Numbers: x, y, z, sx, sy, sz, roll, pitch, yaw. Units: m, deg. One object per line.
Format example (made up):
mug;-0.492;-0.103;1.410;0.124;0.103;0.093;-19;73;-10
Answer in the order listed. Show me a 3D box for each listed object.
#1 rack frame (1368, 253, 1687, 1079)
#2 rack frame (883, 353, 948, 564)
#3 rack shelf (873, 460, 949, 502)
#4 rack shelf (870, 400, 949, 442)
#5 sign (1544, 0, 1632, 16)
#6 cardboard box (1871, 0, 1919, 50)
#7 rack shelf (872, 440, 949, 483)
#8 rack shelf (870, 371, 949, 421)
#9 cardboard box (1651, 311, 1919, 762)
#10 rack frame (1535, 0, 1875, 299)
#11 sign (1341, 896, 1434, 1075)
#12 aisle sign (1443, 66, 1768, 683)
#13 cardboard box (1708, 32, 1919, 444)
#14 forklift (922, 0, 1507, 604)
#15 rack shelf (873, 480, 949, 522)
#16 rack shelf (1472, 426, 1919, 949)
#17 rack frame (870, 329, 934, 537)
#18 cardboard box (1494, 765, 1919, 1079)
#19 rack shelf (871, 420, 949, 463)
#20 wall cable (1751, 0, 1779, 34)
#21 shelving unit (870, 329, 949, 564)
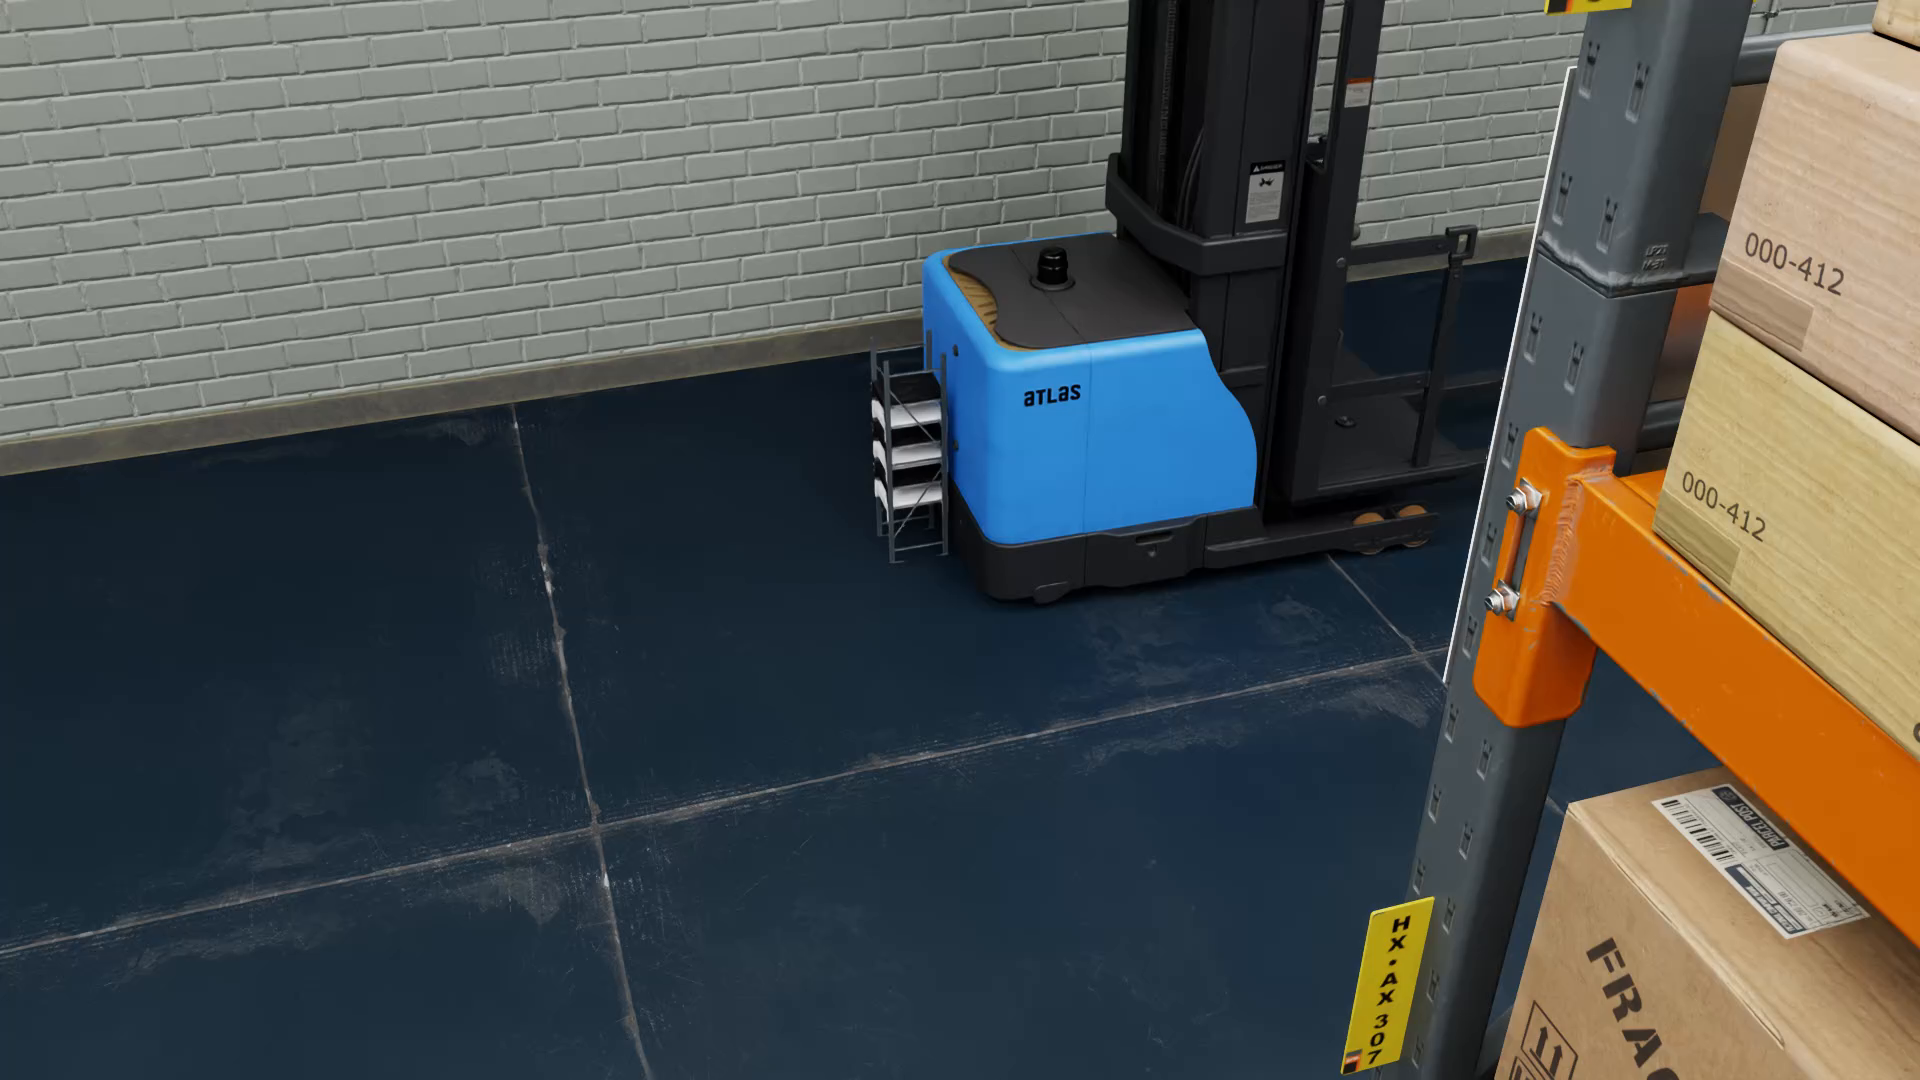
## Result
rack frame;1.110;0.891;2.680;1.000;3.000;0.127;-10;35;-15
rack frame;-0.165;-0.298;6.385;0.240;0.900;0.006;-9;35;-13
rack shelf;-0.194;-0.249;6.534;0.258;0.077;0.200;-9;35;-13
rack shelf;-0.194;-0.474;6.385;0.258;0.077;0.200;-9;35;-13
sign;0.593;-0.634;1.474;0.100;0.325;0.005;-10;35;-15
cardboard box;0.992;-0.464;1.332;0.380;0.149;0.250;-10;35;-15
rack shelf;-0.194;-0.324;6.484;0.258;0.077;0.200;-9;35;-13
rack shelf;-0.195;-0.550;6.335;0.258;0.077;0.200;-9;35;-13
cardboard box;1.003;-0.019;1.473;0.500;0.250;0.500;-9;34;-13
rack frame;1.110;-1.612;1.027;1.000;3.000;0.127;-10;35;-15
sign;0.593;0.621;2.304;0.100;0.325;0.005;-10;35;-15
aisle sign;0.802;-0.181;1.945;0.394;0.787;0.004;-10;35;-15
cardboard box;0.999;-0.227;1.334;0.500;0.250;0.500;-9;35;-14
forklift;1.415;-1.434;6.262;3.031;2.935;1.130;-9;35;-14
rack shelf;-0.193;-0.174;6.584;0.258;0.077;0.200;-9;35;-13
rack shelf;1.720;0.990;0.463;1.077;0.370;4.000;-10;35;-15
rack frame;-0.223;-0.406;6.547;0.240;0.900;0.006;-9;35;-13
cardboard box;0.994;0.589;1.871;0.500;0.500;0.500;-10;35;-15
rack shelf;-0.194;-0.399;6.435;0.258;0.077;0.200;-9;35;-13
wall cable;4.051;-3.388;8.206;0.585;1.953;0.123;-10;35;-15
shelving unit;-0.194;-0.352;6.466;0.258;0.900;0.210;-9;35;-13
